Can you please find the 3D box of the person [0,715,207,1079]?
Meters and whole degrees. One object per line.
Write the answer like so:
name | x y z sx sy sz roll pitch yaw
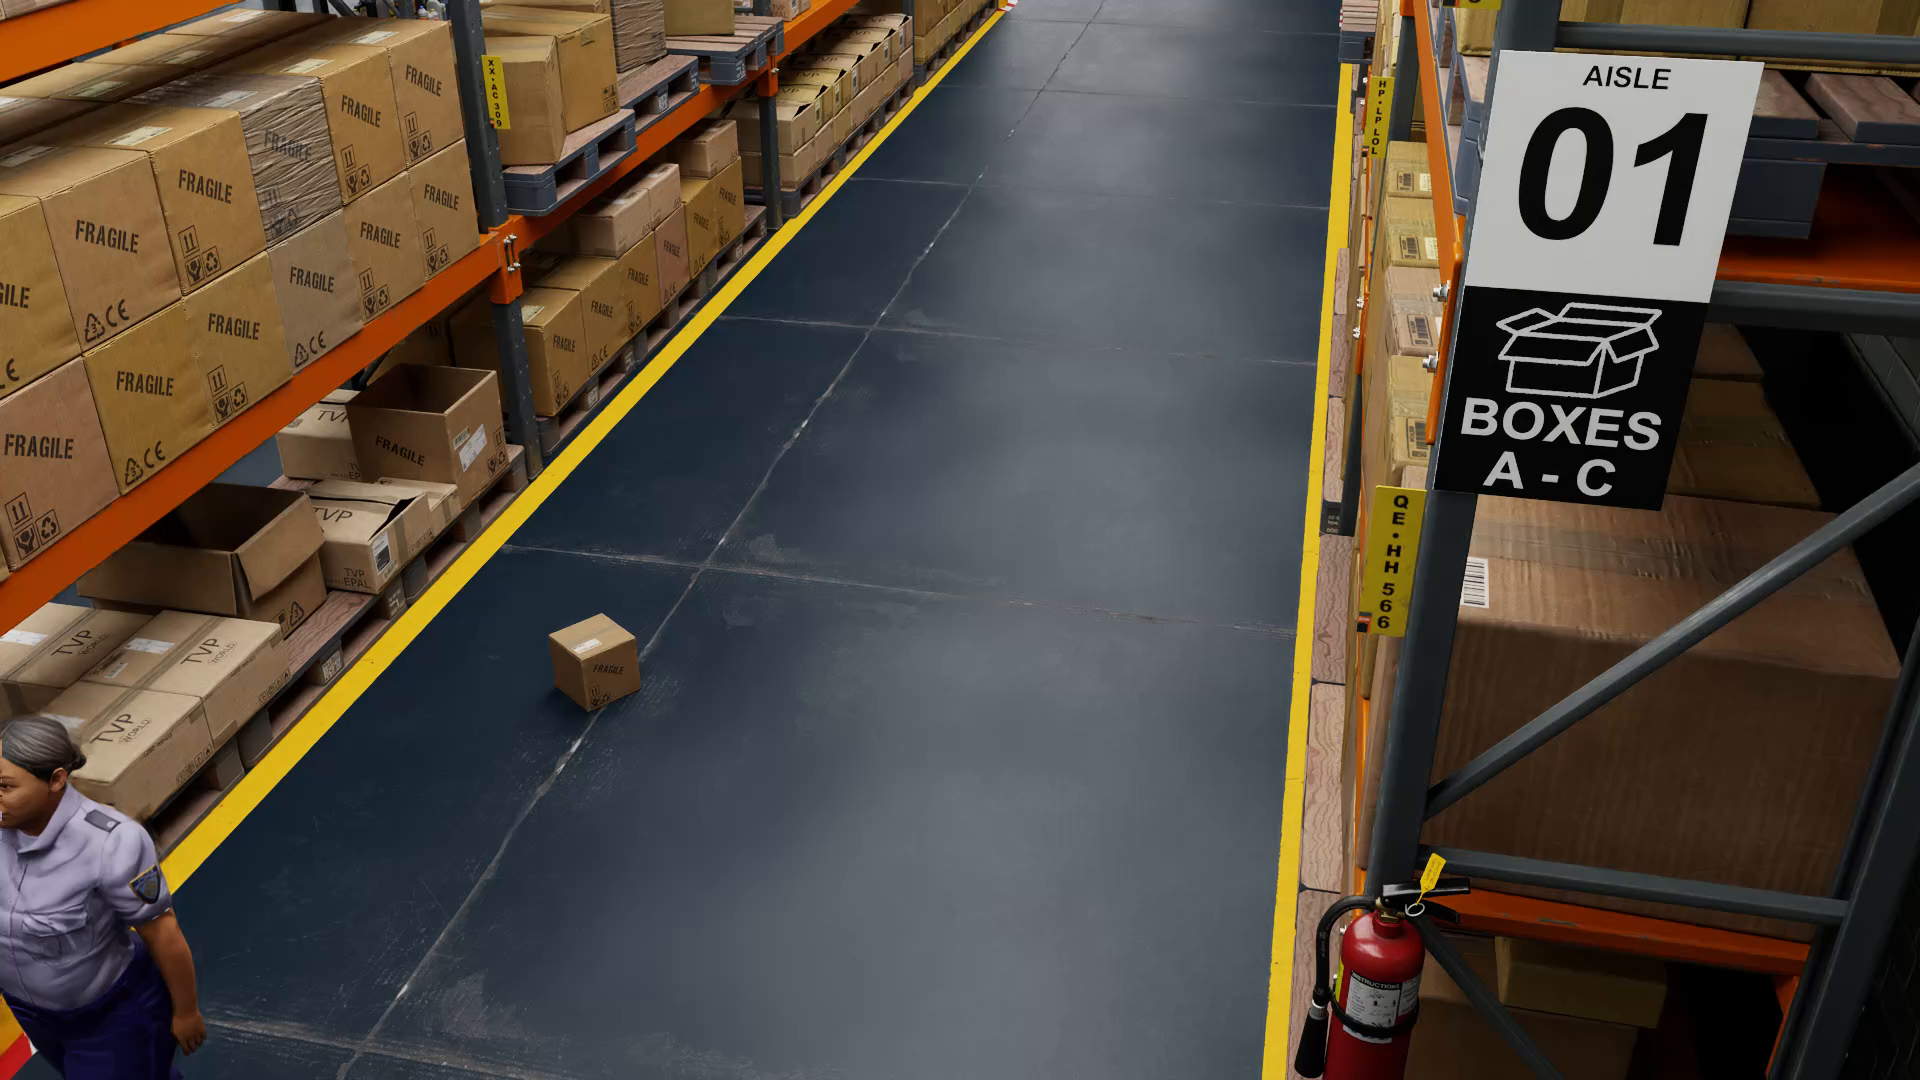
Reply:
person | -2.123 1.185 4.046 0.501 1.719 0.585 11 31 19
